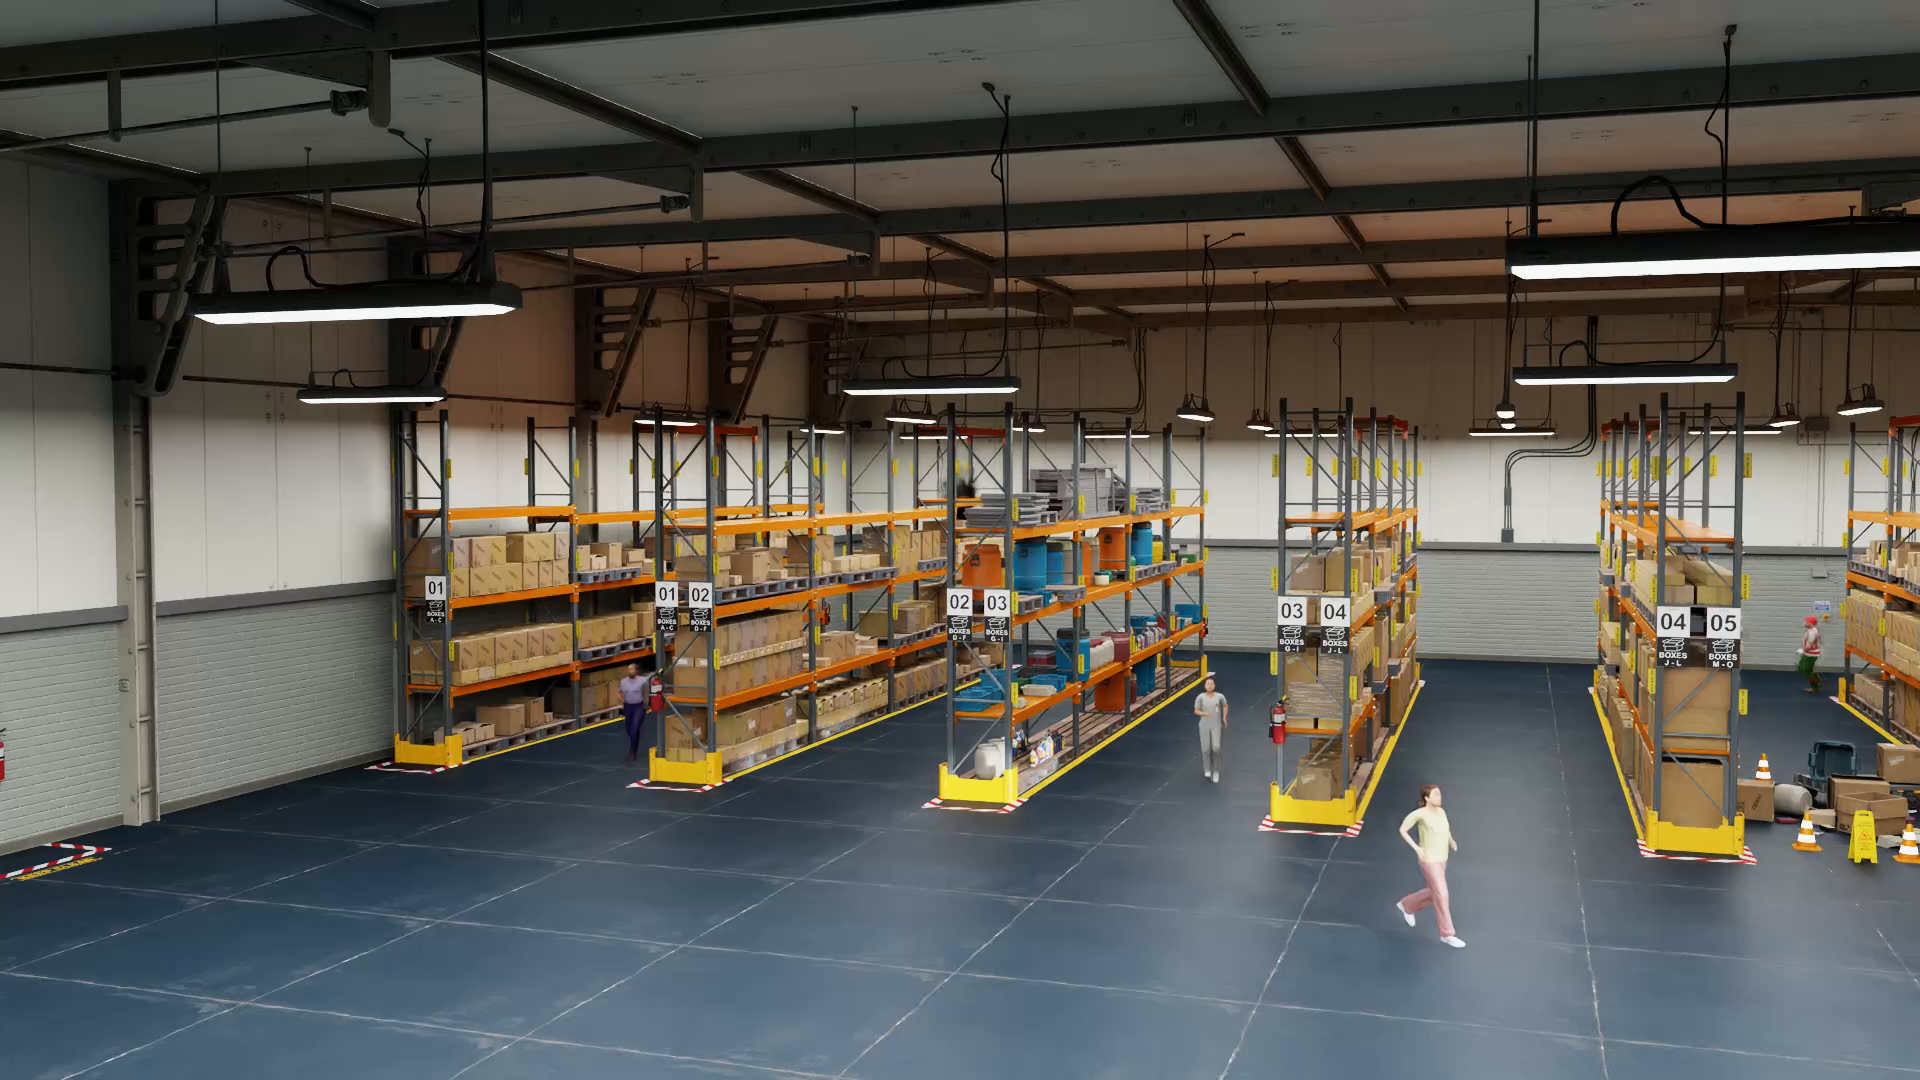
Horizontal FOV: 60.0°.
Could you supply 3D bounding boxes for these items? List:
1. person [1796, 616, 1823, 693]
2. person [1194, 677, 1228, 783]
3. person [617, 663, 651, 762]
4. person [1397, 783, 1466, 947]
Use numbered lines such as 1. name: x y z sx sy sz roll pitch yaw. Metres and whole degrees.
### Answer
1. person: 18.937 2.550 37.055 0.564 1.723 0.706 1 3 24
2. person: 4.014 3.027 26.580 0.533 1.685 0.699 0 2 9
3. person: -5.624 2.961 28.822 0.615 1.645 0.914 0 2 8
4. person: 4.979 3.396 17.604 0.589 1.656 0.914 -2 3 -36
